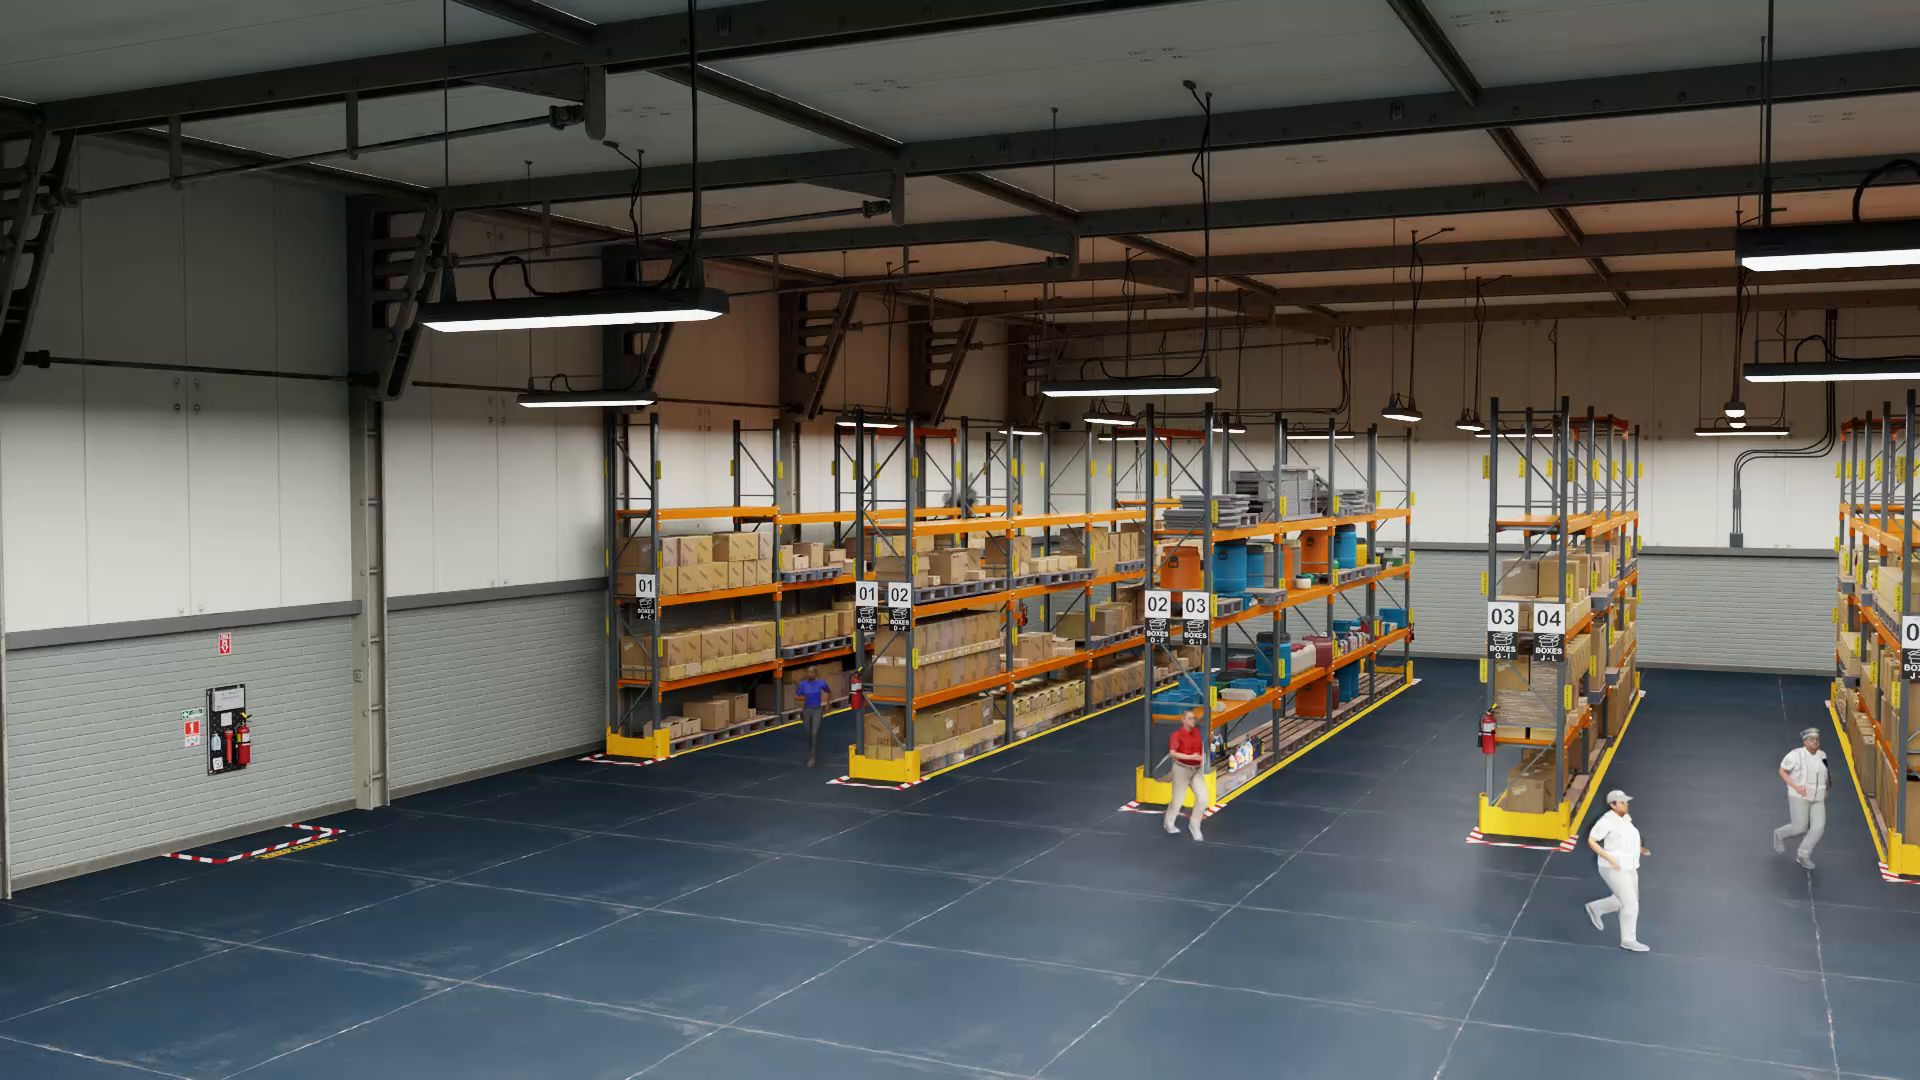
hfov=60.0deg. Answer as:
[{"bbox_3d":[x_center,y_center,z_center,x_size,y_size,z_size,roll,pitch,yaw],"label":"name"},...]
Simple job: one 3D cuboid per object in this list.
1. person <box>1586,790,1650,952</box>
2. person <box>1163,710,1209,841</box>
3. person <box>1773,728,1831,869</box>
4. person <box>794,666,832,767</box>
[{"bbox_3d":[6.907,3.446,17.516,0.619,1.632,0.793,-2,3,-38],"label":"person"},{"bbox_3d":[3.092,3.208,22.574,0.672,1.805,0.788,-1,3,-31],"label":"person"},{"bbox_3d":[10.759,3.251,21.172,0.685,1.759,0.667,0,2,-6],"label":"person"},{"bbox_3d":[-2.515,2.969,28.275,0.591,1.650,0.900,0,2,7],"label":"person"}]
